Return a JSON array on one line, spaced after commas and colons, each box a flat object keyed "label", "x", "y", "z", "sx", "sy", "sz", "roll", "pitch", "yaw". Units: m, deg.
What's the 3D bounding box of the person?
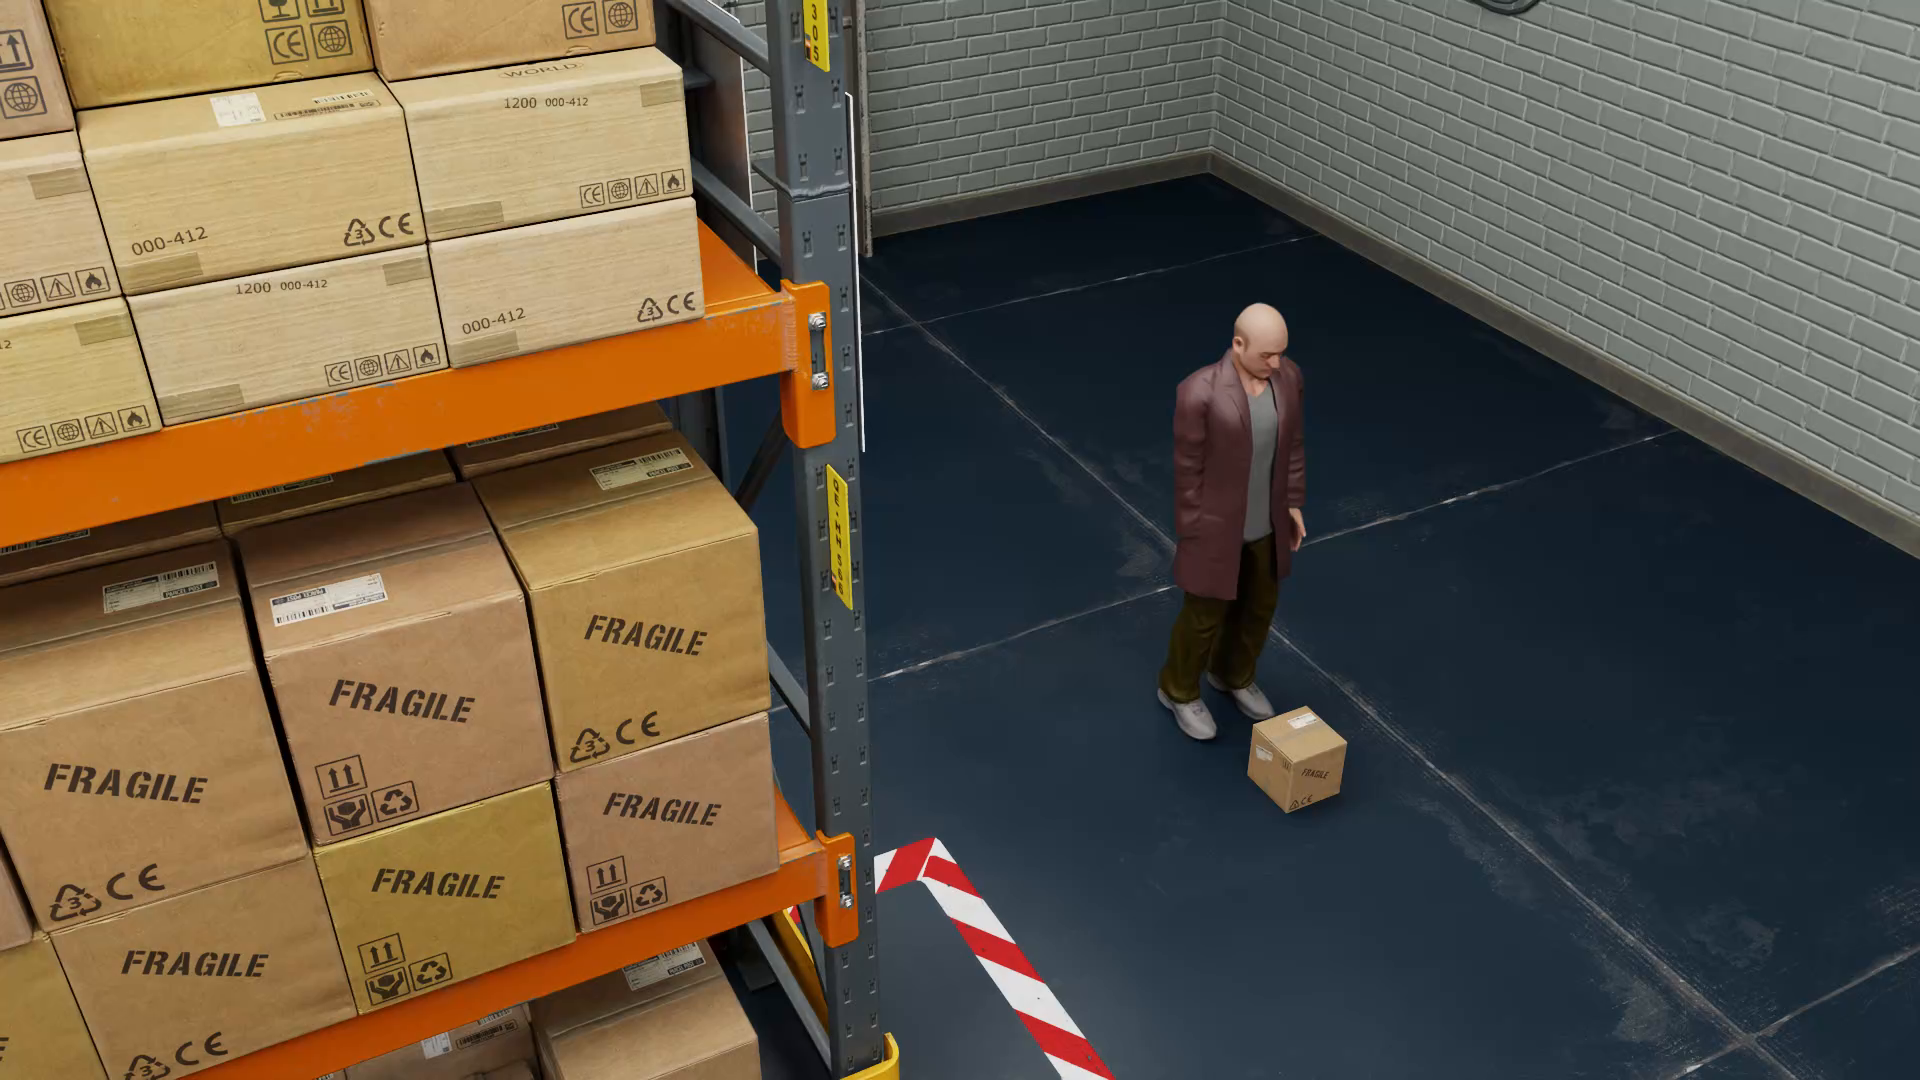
[{"label": "person", "x": 1.055, "y": -0.069, "z": 6.272, "sx": 0.562, "sy": 1.772, "sz": 0.377, "roll": -15, "pitch": 36, "yaw": -22}]
